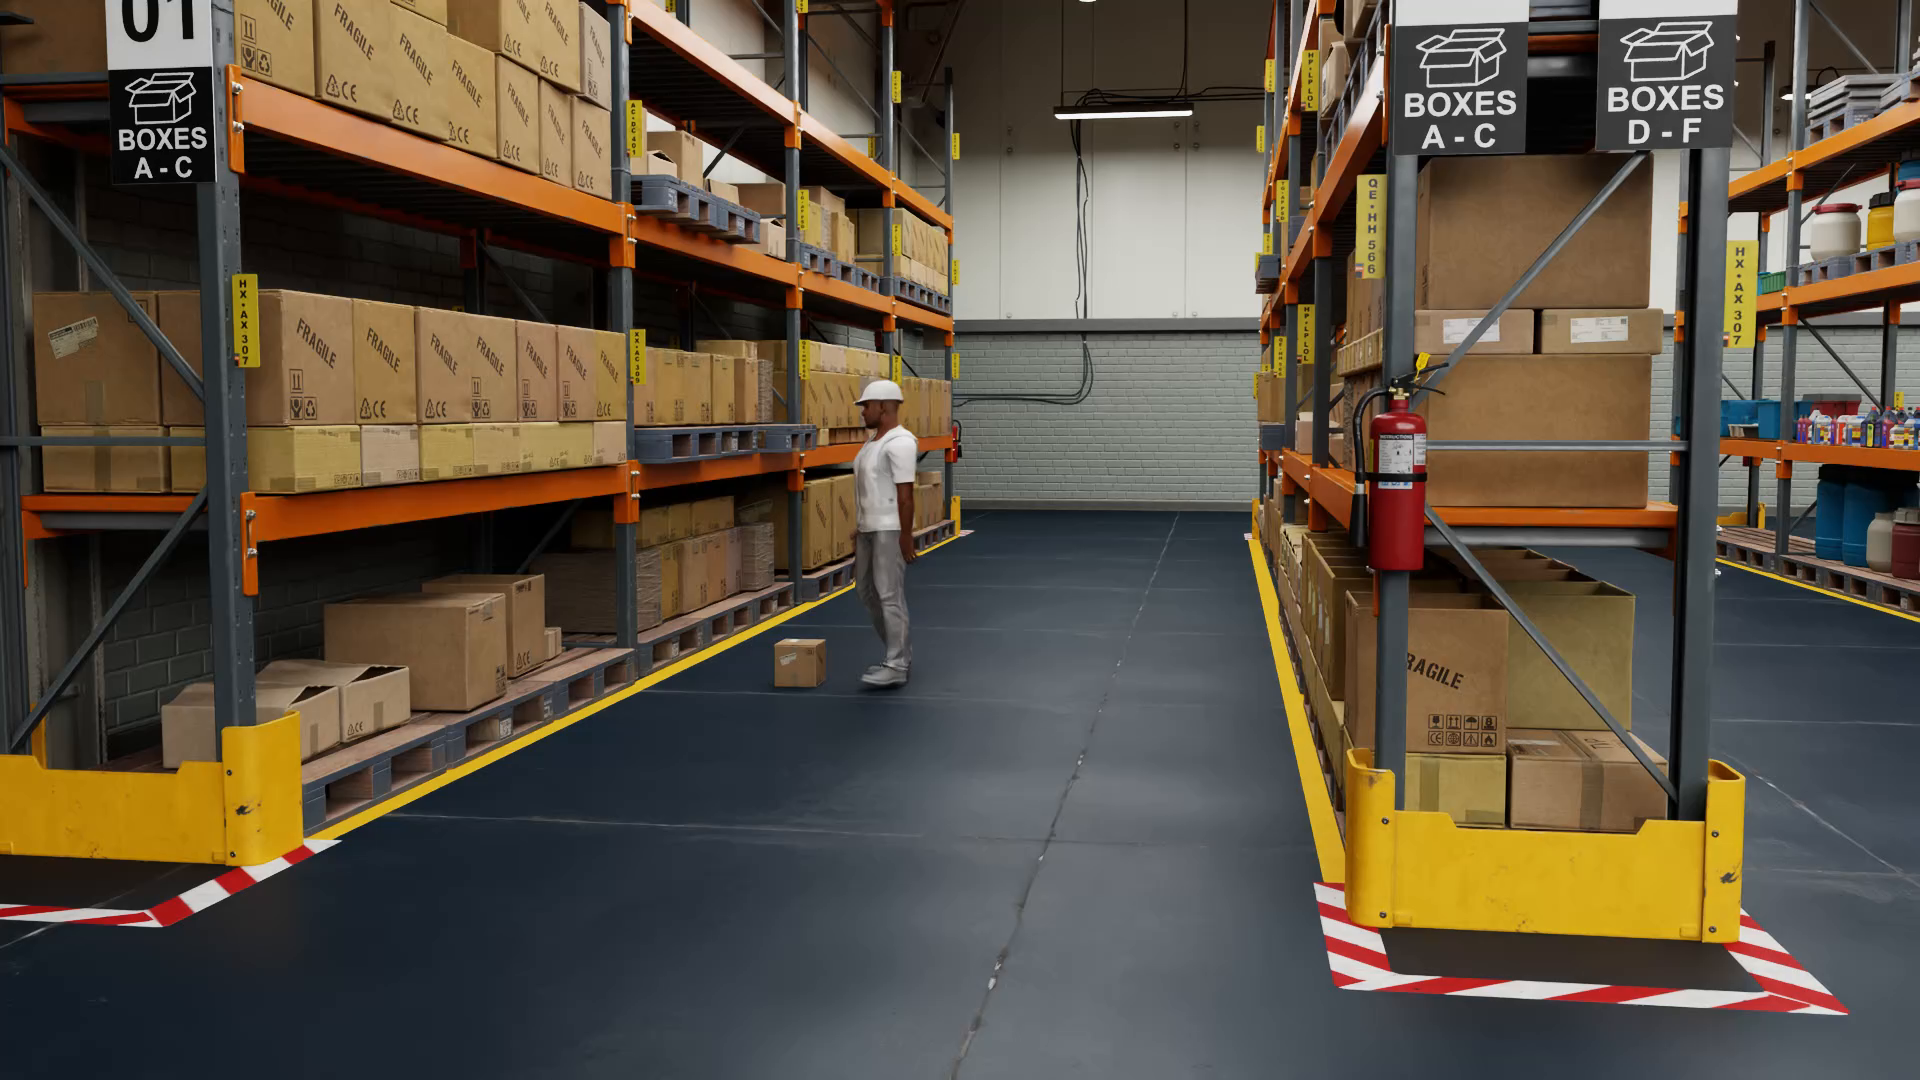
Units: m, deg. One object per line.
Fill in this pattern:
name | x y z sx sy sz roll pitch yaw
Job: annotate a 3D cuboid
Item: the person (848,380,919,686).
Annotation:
person | -0.442 -0.054 9.812 0.461 1.769 0.557 -2 5 -23
